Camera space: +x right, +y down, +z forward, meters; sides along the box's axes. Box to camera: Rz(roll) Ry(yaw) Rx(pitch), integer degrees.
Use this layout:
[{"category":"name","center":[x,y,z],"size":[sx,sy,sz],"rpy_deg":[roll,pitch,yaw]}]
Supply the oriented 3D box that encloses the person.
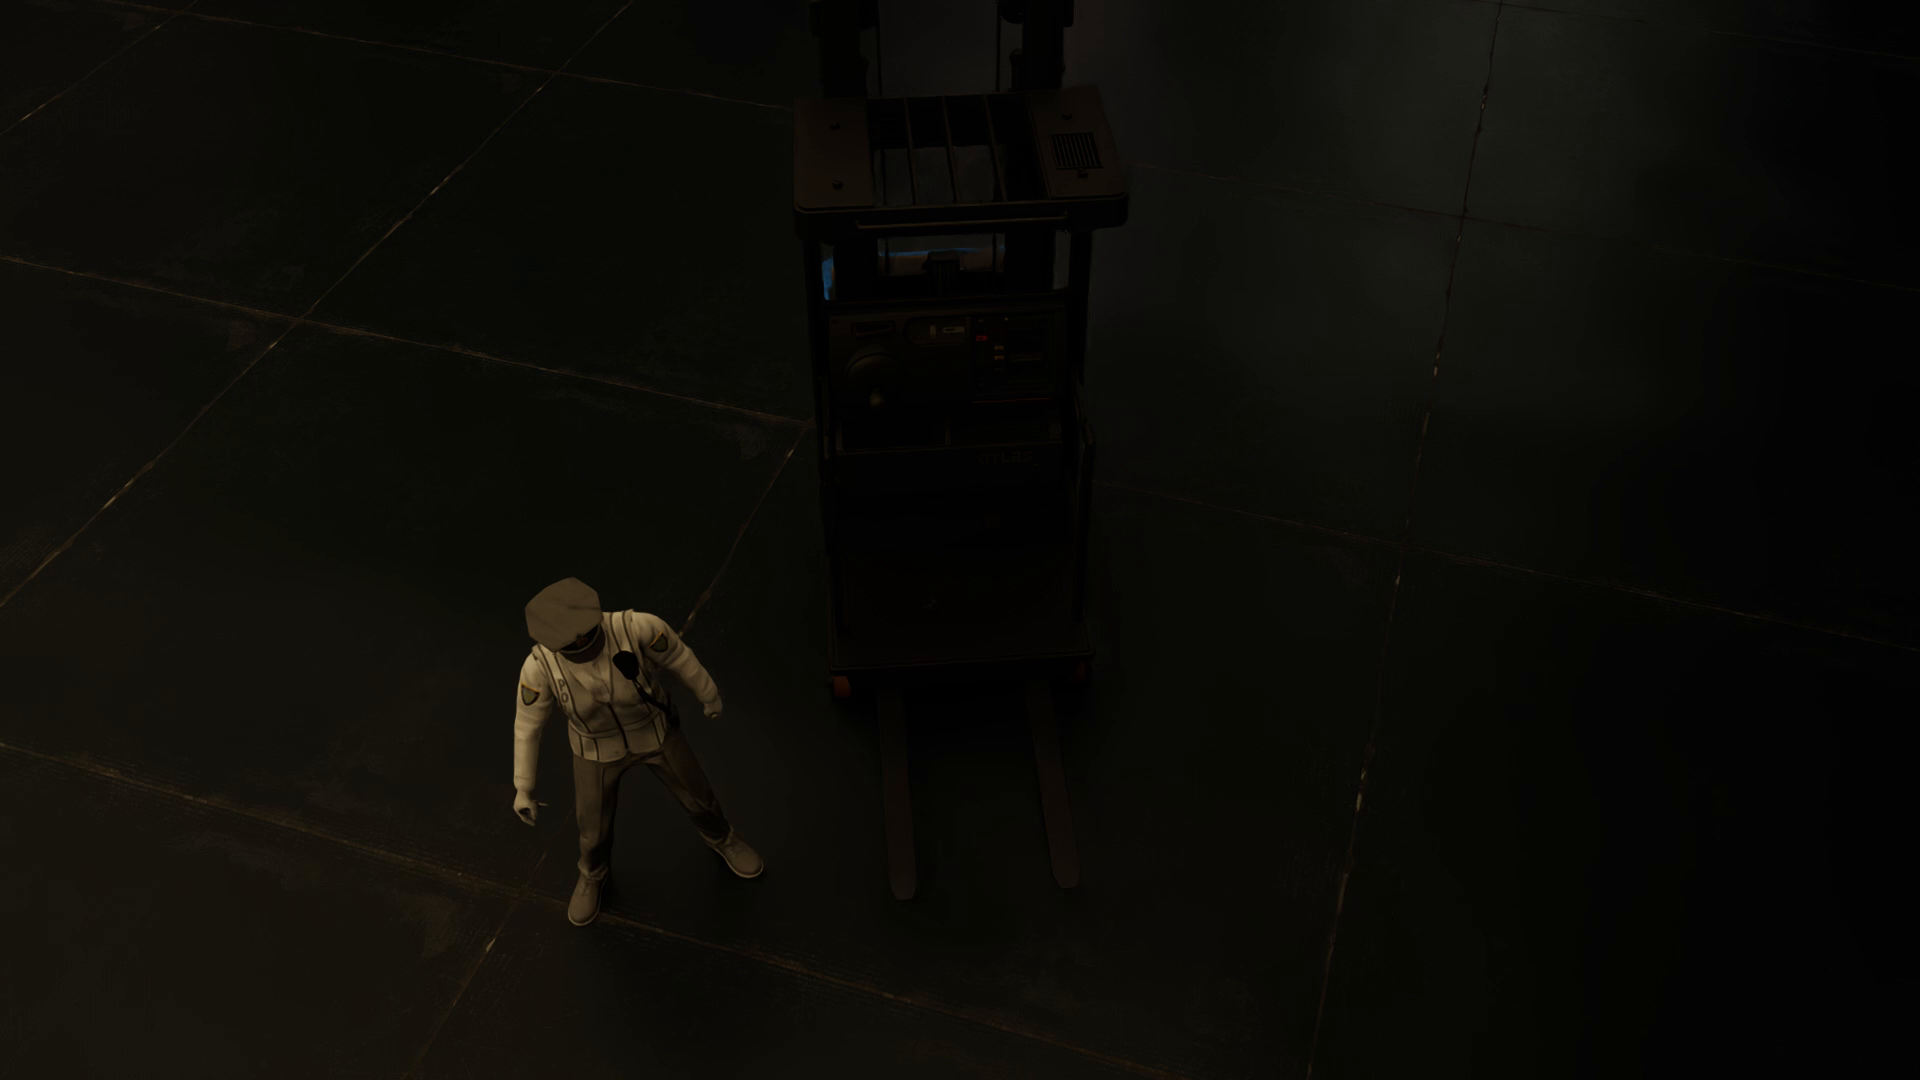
[{"category":"person","center":[-1.177,0.733,5.863],"size":[0.833,1.635,0.383],"rpy_deg":[-13,45,-14]}]

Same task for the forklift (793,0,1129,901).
[{"category":"forklift","center":[-0.026,-0.635,6.372],"size":[1.130,2.935,3.031],"rpy_deg":[-3,43,-4]}]
